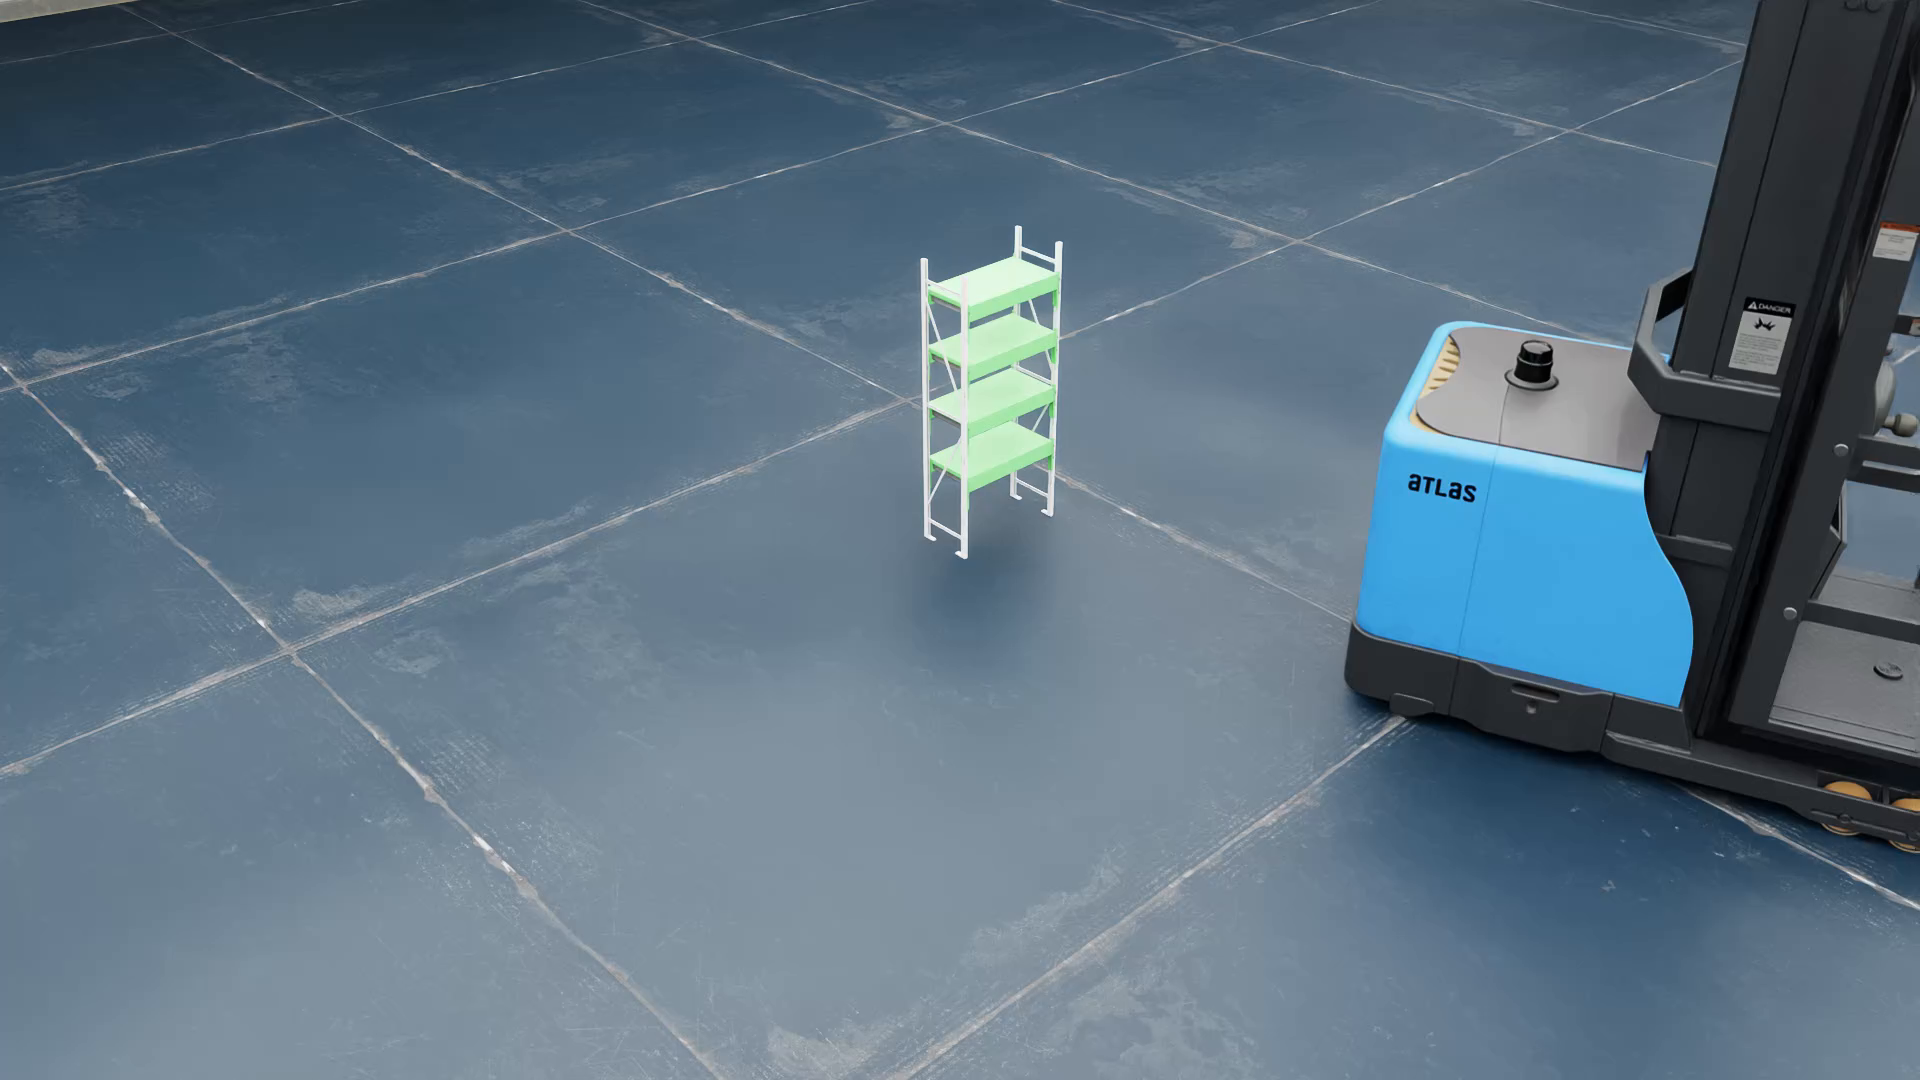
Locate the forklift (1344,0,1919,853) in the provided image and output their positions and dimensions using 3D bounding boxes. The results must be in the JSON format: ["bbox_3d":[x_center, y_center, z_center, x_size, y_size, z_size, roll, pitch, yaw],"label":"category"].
[{"bbox_3d":[2.905,-0.597,4.917,3.031,2.935,1.130,13,34,21],"label":"forklift"}]

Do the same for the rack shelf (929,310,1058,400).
[{"bbox_3d":[0.121,-0.721,6.441,0.480,0.148,0.258,-26,40,-35],"label":"rack shelf"}]

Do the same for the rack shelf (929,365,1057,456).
[{"bbox_3d":[0.121,-0.516,6.566,0.480,0.148,0.258,-26,40,-35],"label":"rack shelf"}]

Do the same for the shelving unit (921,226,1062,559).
[{"bbox_3d":[0.121,-0.571,6.533,0.503,1.200,0.258,-26,40,-35],"label":"shelving unit"}]

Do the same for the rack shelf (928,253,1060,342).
[{"bbox_3d":[0.121,-0.926,6.316,0.480,0.148,0.258,-26,40,-35],"label":"rack shelf"}]

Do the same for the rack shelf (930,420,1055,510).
[{"bbox_3d":[0.121,-0.311,6.692,0.480,0.148,0.258,-26,40,-35],"label":"rack shelf"}]

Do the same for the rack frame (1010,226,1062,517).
[{"bbox_3d":[0.300,-0.657,6.675,0.015,1.200,0.240,-26,40,-35],"label":"rack frame"}]

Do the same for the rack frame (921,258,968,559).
[{"bbox_3d":[-0.058,-0.484,6.391,0.015,1.200,0.240,-26,40,-35],"label":"rack frame"}]
